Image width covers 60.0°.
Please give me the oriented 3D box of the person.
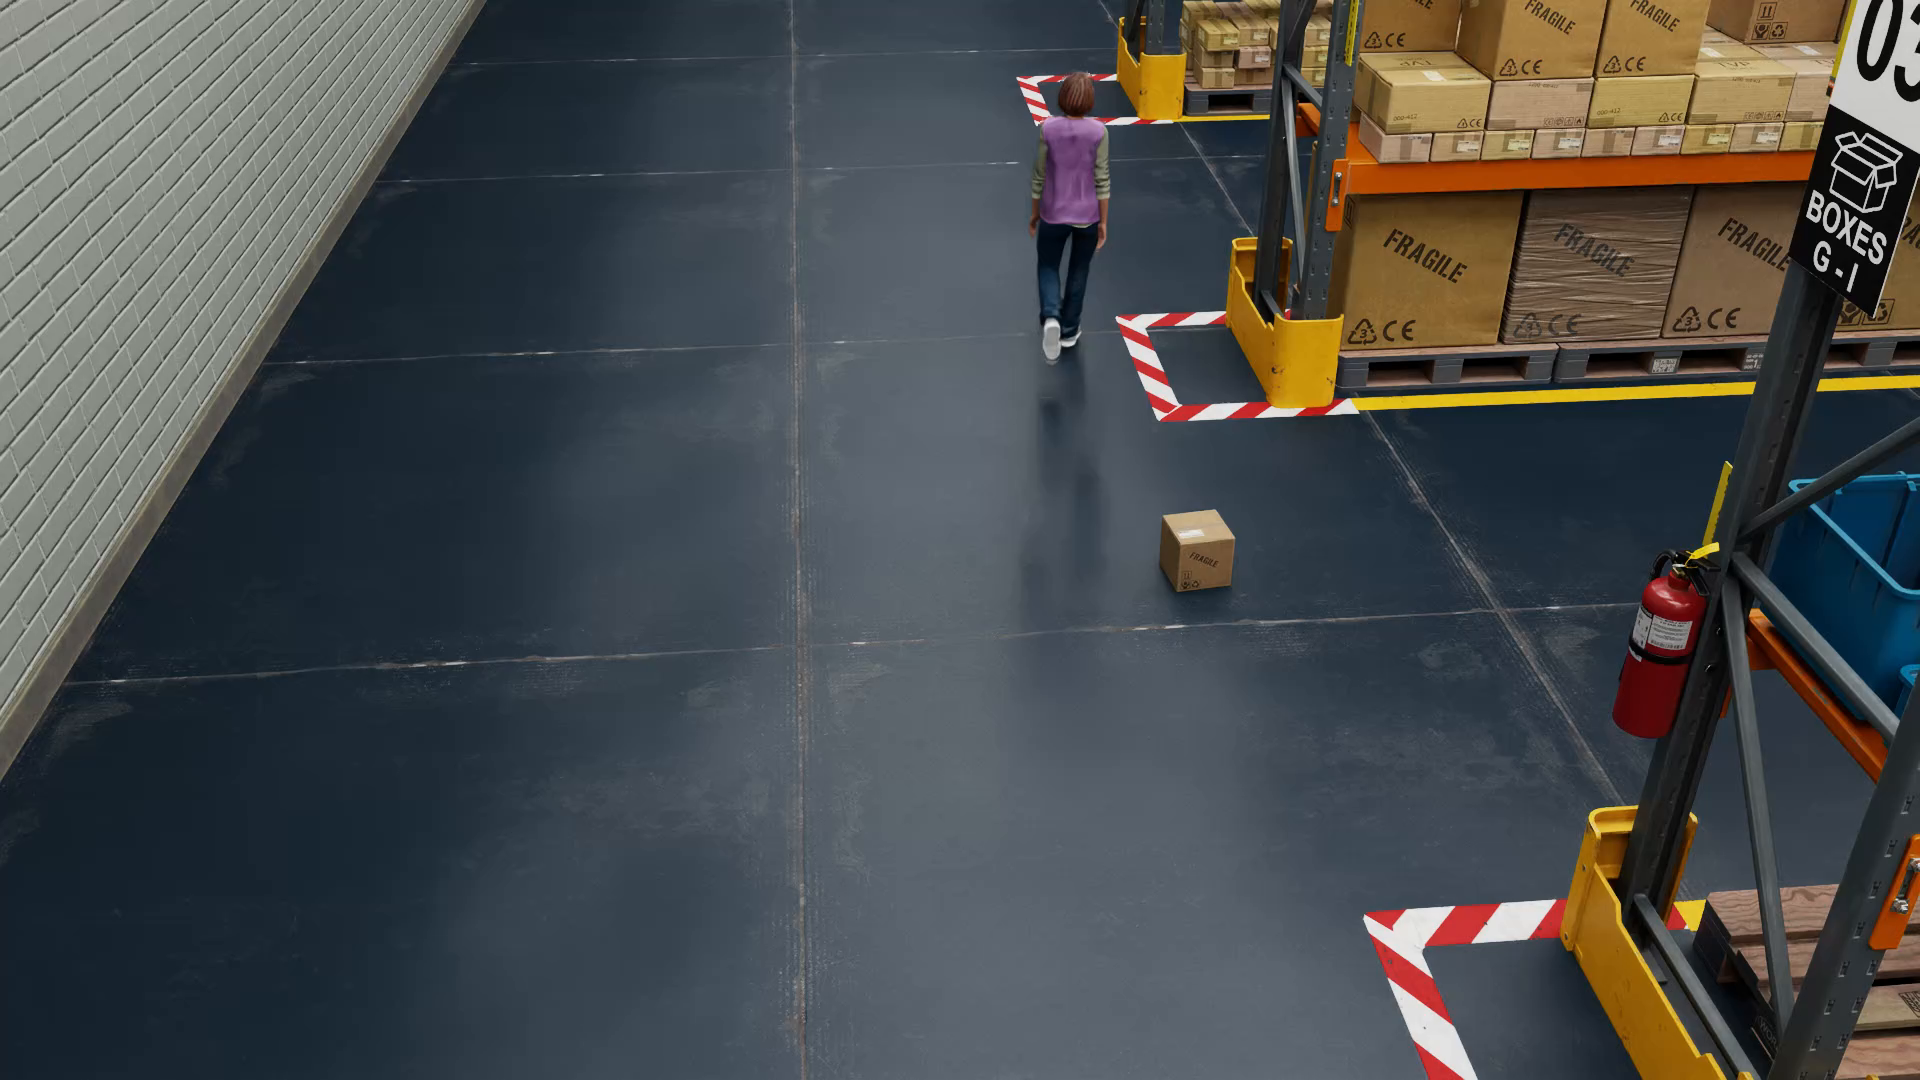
[{"bbox_3d":[0.579,-1.713,8.898,0.428,1.568,0.679,2,32,4],"label":"person"}]
